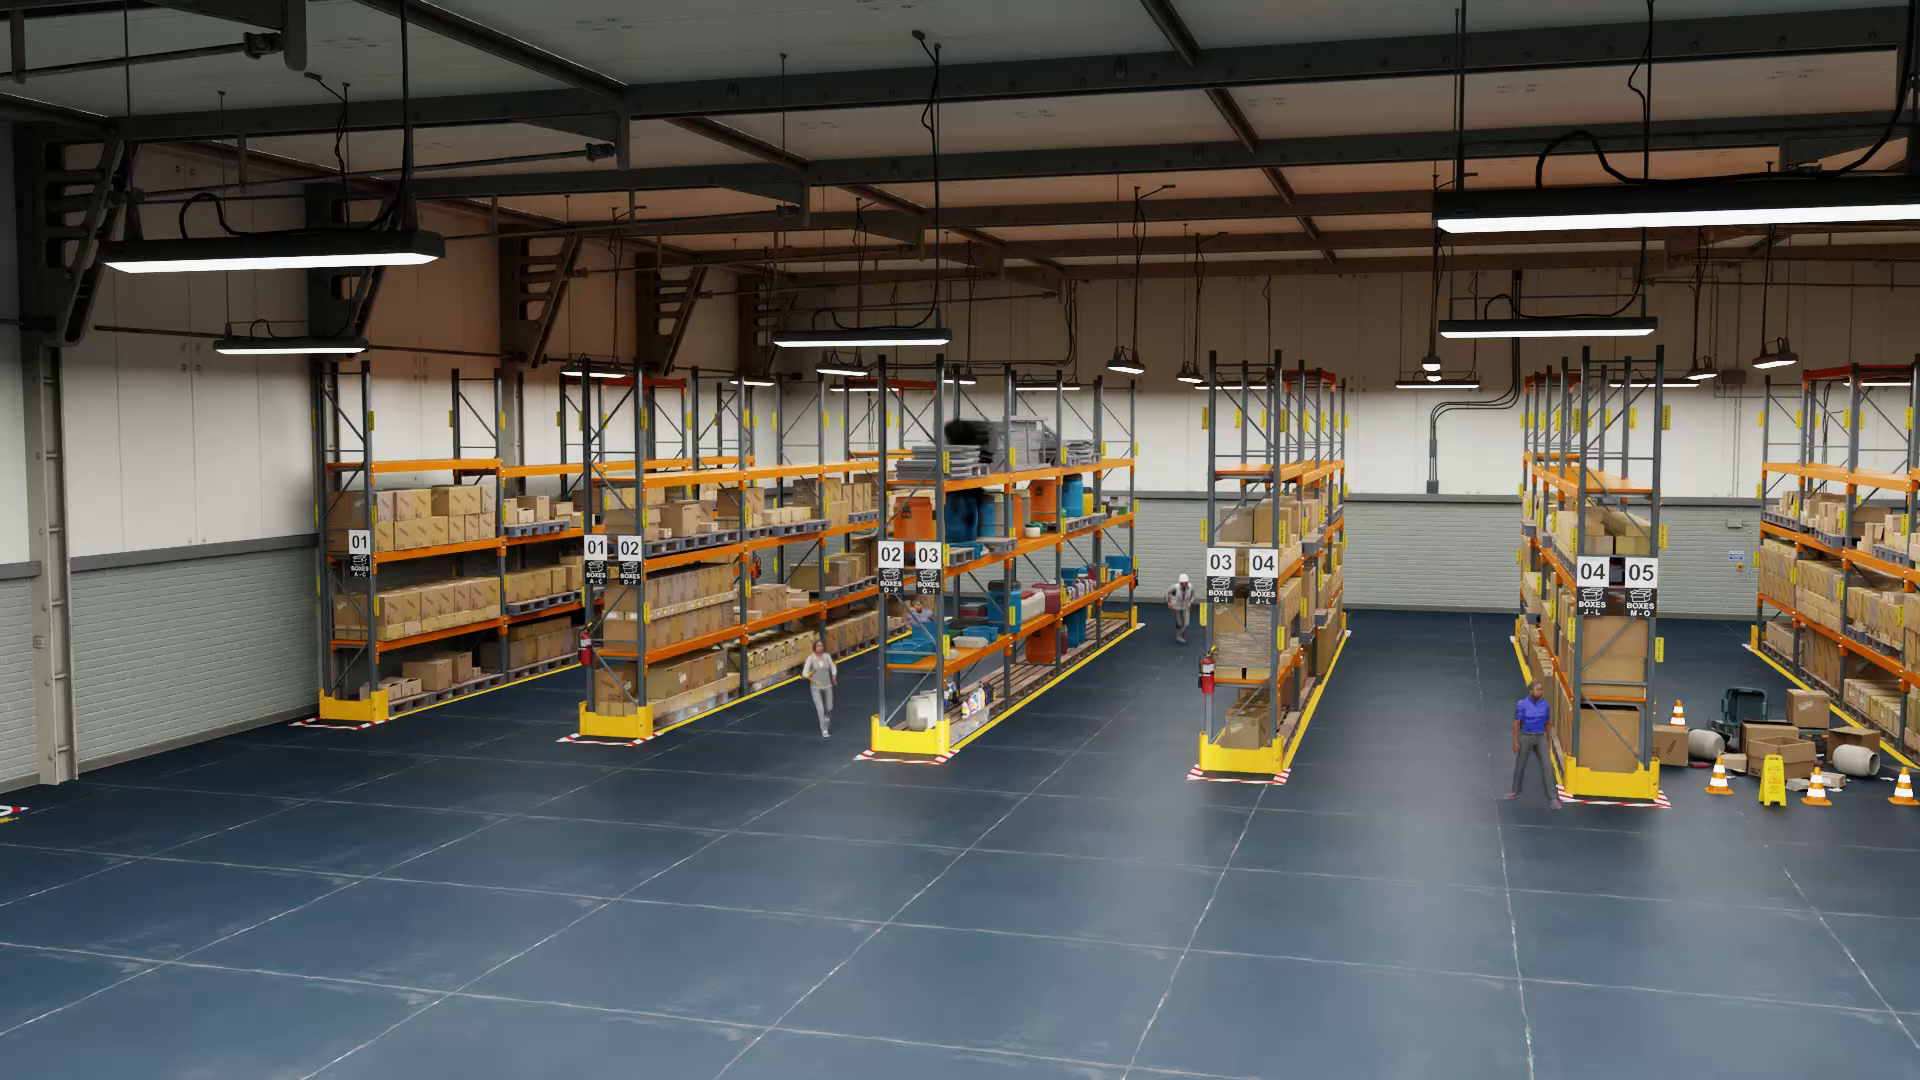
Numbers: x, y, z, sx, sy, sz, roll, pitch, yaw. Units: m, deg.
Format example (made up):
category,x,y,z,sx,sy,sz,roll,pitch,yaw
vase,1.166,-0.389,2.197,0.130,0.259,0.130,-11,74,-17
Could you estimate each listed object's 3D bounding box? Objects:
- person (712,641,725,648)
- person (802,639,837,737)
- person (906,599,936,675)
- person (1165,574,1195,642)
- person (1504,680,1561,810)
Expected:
category,x,y,z,sx,sy,sz,roll,pitch,yaw
person,-5.043,1.765,33.980,0.656,1.607,0.901,0,4,5
person,-2.226,2.345,26.403,0.563,1.550,0.554,-1,4,-16
person,-0.748,1.908,32.550,0.606,1.541,0.829,0,4,7
person,4.969,1.538,37.592,0.673,1.587,0.921,0,4,-5
person,7.474,2.674,21.716,0.589,1.572,0.730,0,4,0
